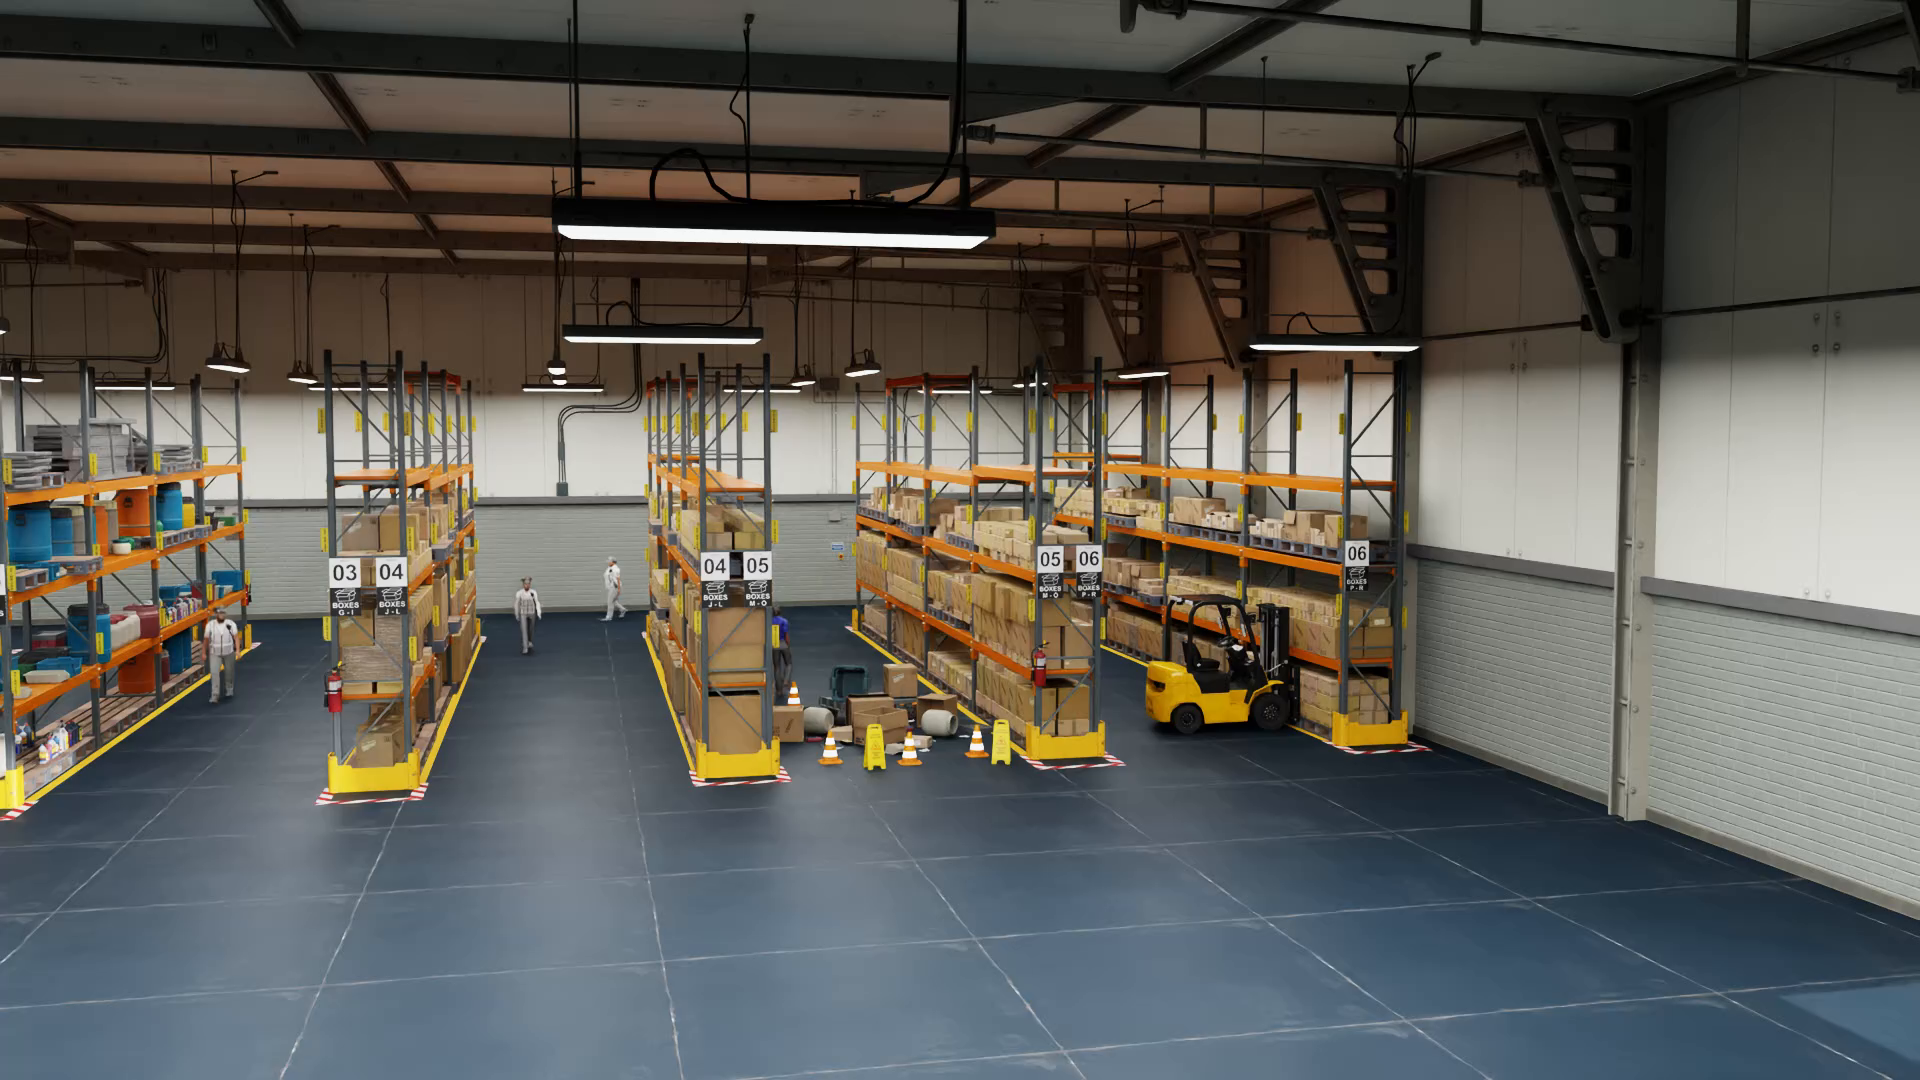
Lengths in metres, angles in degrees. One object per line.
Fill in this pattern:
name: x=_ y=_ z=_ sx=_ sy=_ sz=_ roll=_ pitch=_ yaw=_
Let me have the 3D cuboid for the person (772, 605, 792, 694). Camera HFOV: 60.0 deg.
person: x=-3.334 y=2.034 z=30.853 sx=0.506 sy=1.632 sz=0.457 roll=0 pitch=4 yaw=-3

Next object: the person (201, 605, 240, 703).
person: x=-13.379 y=2.025 z=30.083 sx=0.670 sy=1.703 sz=1.031 roll=-1 pitch=4 yaw=-17

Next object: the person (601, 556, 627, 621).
person: x=-8.847 y=1.230 z=42.464 sx=0.817 sy=1.629 sz=0.497 roll=-3 pitch=5 yaw=-38

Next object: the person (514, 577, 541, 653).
person: x=-9.511 y=1.626 z=36.570 sx=0.562 sy=1.616 sz=1.024 roll=-1 pitch=4 yaw=-16
